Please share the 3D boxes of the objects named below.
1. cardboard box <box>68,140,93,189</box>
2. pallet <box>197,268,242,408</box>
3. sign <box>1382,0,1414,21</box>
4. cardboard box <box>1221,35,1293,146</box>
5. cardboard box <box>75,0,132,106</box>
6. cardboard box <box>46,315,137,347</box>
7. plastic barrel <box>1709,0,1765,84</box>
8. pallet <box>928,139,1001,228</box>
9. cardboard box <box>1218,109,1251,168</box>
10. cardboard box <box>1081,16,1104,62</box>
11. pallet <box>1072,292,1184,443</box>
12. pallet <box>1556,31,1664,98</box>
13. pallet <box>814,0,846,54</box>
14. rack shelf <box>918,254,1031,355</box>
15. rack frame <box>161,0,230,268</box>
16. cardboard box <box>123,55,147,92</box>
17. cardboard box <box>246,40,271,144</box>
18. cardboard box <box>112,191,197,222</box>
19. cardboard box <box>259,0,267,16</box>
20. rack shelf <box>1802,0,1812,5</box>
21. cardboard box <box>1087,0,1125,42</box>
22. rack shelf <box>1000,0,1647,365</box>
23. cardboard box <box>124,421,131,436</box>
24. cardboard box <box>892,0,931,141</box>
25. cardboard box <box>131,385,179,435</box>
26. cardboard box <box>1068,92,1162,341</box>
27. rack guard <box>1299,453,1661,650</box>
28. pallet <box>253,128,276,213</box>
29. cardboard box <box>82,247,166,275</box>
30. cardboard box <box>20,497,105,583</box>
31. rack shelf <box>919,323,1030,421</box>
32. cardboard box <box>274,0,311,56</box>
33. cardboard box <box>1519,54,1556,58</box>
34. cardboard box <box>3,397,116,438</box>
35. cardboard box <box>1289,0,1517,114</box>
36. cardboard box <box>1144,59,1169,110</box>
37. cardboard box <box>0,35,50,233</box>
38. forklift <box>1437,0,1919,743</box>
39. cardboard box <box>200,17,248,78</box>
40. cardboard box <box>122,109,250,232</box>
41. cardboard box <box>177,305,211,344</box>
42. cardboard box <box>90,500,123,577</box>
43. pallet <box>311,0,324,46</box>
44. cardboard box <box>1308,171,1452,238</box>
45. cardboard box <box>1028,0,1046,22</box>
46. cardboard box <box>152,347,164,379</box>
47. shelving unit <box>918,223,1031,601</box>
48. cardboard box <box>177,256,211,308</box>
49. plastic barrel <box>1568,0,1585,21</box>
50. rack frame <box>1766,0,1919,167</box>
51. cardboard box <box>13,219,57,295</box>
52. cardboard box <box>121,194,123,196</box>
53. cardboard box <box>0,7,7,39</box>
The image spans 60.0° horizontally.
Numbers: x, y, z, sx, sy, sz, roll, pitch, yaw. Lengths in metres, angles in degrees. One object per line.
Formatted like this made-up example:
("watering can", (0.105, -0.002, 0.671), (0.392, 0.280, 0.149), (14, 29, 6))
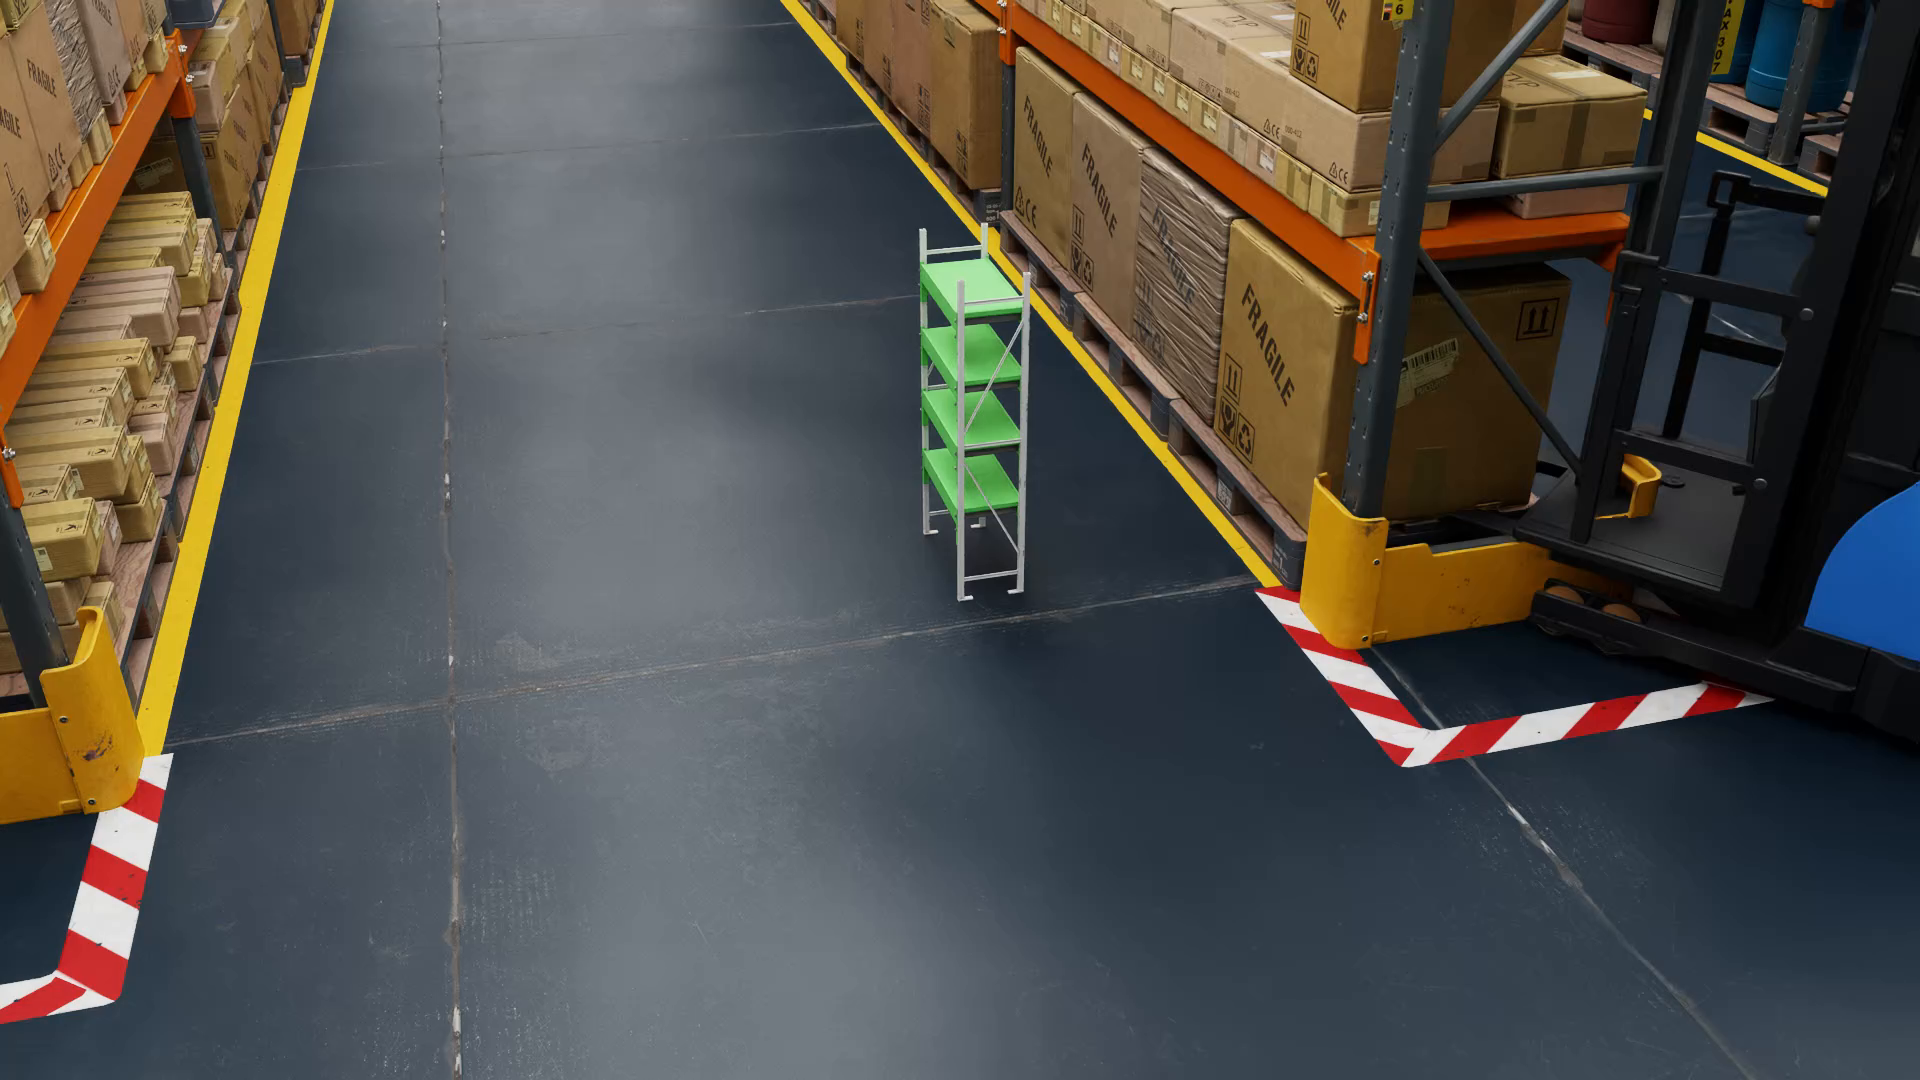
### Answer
("cardboard box", (-3.261, -1.319, 5.785), (0.380, 0.149, 0.250), (-7, 31, -11))
("pallet", (-3.878, -0.886, 7.570), (1.003, 0.211, 1.213), (-8, 31, -13))
("sign", (1.254, -1.630, 4.679), (0.100, 0.325, 0.005), (-8, 31, -13))
("cardboard box", (1.262, -1.599, 5.871), (0.500, 0.250, 0.500), (-8, 31, -14))
("cardboard box", (-3.422, -1.897, 6.137), (0.500, 0.500, 0.500), (-8, 31, -14))
("cardboard box", (-3.367, -0.726, 6.343), (0.380, 0.149, 0.250), (-8, 31, -13))
("plastic barrel", (5.178, -3.563, 11.086), (0.600, 0.901, 0.708), (-8, 31, -13))
("pallet", (0.441, -2.179, 9.804), (1.003, 0.211, 1.213), (-8, 31, -13))
("cardboard box", (1.167, -1.479, 6.062), (0.380, 0.149, 0.250), (-7, 31, -12))
("cardboard box", (0.757, -2.223, 7.347), (0.380, 0.149, 0.250), (-8, 31, -14))
("pallet", (1.173, -0.848, 7.505), (1.003, 0.211, 1.213), (-8, 31, -13))
("pallet", (5.002, -3.444, 11.989), (1.003, 0.211, 1.213), (-8, 31, -13))
("pallet", (-0.549, -4.126, 13.168), (1.003, 0.211, 1.213), (-8, 31, -13))
("rack shelf", (0.044, -0.799, 5.603), (0.258, 0.148, 0.480), (-8, 31, -13))
("rack frame", (-4.090, -2.413, 7.424), (1.000, 3.000, 0.127), (-8, 31, -13))
("cardboard box", (-3.602, -1.950, 6.876), (0.380, 0.149, 0.250), (-7, 31, -11))
("cardboard box", (-4.435, -2.657, 9.922), (0.500, 0.500, 0.500), (-9, 31, -16))
("cardboard box", (-3.745, -1.481, 7.647), (0.380, 0.149, 0.250), (-7, 31, -12))
("cardboard box", (-4.717, -3.474, 10.584), (0.500, 0.250, 0.500), (-9, 31, -14))
("rack shelf", (4.963, -4.337, 11.466), (1.077, 0.370, 4.000), (-8, 31, -13))
("cardboard box", (0.861, -2.335, 7.143), (0.500, 0.250, 0.500), (-7, 31, -12))
("rack shelf", (1.250, -1.746, 6.990), (1.077, 0.370, 4.000), (-8, 31, -13))
("cardboard box", (-3.214, -0.345, 5.981), (0.380, 0.149, 0.250), (-9, 31, -16))
("cardboard box", (0.292, -3.023, 10.181), (1.225, 0.875, 0.875), (-9, 31, -15))
("cardboard box", (-3.282, -0.470, 6.494), (0.380, 0.149, 0.250), (-8, 31, -13))
("cardboard box", (1.056, -1.521, 7.586), (0.875, 0.875, 0.875), (-8, 31, -13))
("rack guard", (1.787, 0.002, 5.747), (1.175, 0.500, 0.348), (-8, 31, -13))
("pallet", (-4.625, -2.172, 9.792), (1.003, 0.211, 1.213), (-8, 31, -13))
("cardboard box", (-3.572, -1.108, 7.002), (0.380, 0.149, 0.250), (-7, 31, -12))
("cardboard box", (-2.840, 0.016, 5.061), (0.380, 0.149, 0.250), (-9, 31, -16))
("rack shelf", (0.044, -0.592, 5.723), (0.258, 0.148, 0.480), (-8, 31, -13))
("cardboard box", (-5.227, -3.859, 11.749), (1.050, 0.750, 0.750), (-8, 31, -14))
("cardboard box", (1.769, -1.673, 5.999), (0.500, 0.250, 0.500), (-8, 31, -14))
("cardboard box", (-3.118, -0.349, 5.691), (0.380, 0.149, 0.250), (-9, 31, -16))
("cardboard box", (1.398, -1.680, 5.263), (0.500, 0.500, 0.500), (-7, 31, -13))
("cardboard box", (0.963, -1.849, 6.701), (0.380, 0.149, 0.250), (-7, 31, -12))
("cardboard box", (-3.048, -1.161, 4.866), (0.500, 0.500, 0.500), (-8, 31, -13))
("forklift", (2.568, -1.073, 5.177), (3.031, 2.935, 1.130), (21, 36, 32))
("cardboard box", (-4.306, -2.733, 9.305), (0.500, 0.250, 0.500), (-7, 31, -11))
("cardboard box", (-4.030, -1.905, 8.623), (0.500, 0.500, 0.500), (-7, 31, -11))
("cardboard box", (-3.537, -0.961, 7.342), (0.380, 0.149, 0.250), (-9, 31, -15))
("cardboard box", (-2.938, 0.016, 5.358), (0.380, 0.149, 0.250), (-8, 31, -14))
("pallet", (-5.609, -4.117, 13.152), (1.003, 0.211, 1.213), (-8, 31, -13))
("cardboard box", (1.369, -1.111, 5.426), (0.380, 0.149, 0.250), (-7, 31, -12))
("cardboard box", (0.546, -2.601, 8.000), (0.380, 0.149, 0.250), (-9, 31, -15))
("cardboard box", (-3.418, -0.737, 6.658), (0.380, 0.149, 0.250), (-9, 31, -16))
("shelving unit", (0.044, -0.439, 5.811), (0.258, 1.200, 0.503), (-8, 31, -13))
("cardboard box", (-3.528, -1.123, 7.326), (0.380, 0.149, 0.250), (-9, 31, -15))
("plastic barrel", (4.815, -4.224, 12.618), (0.421, 0.512, 0.421), (0, 30, 0))
("rack frame", (5.494, -3.682, 9.617), (1.000, 3.000, 0.127), (-8, 31, -13))
("cardboard box", (-2.926, -0.827, 4.934), (0.380, 0.149, 0.250), (-9, 31, -15))
("cardboard box", (-4.529, -1.837, 8.505), (0.500, 0.500, 0.500), (-8, 31, -14))
("cardboard box", (-3.032, -1.581, 4.591), (0.500, 0.500, 0.500), (-7, 31, -12))
